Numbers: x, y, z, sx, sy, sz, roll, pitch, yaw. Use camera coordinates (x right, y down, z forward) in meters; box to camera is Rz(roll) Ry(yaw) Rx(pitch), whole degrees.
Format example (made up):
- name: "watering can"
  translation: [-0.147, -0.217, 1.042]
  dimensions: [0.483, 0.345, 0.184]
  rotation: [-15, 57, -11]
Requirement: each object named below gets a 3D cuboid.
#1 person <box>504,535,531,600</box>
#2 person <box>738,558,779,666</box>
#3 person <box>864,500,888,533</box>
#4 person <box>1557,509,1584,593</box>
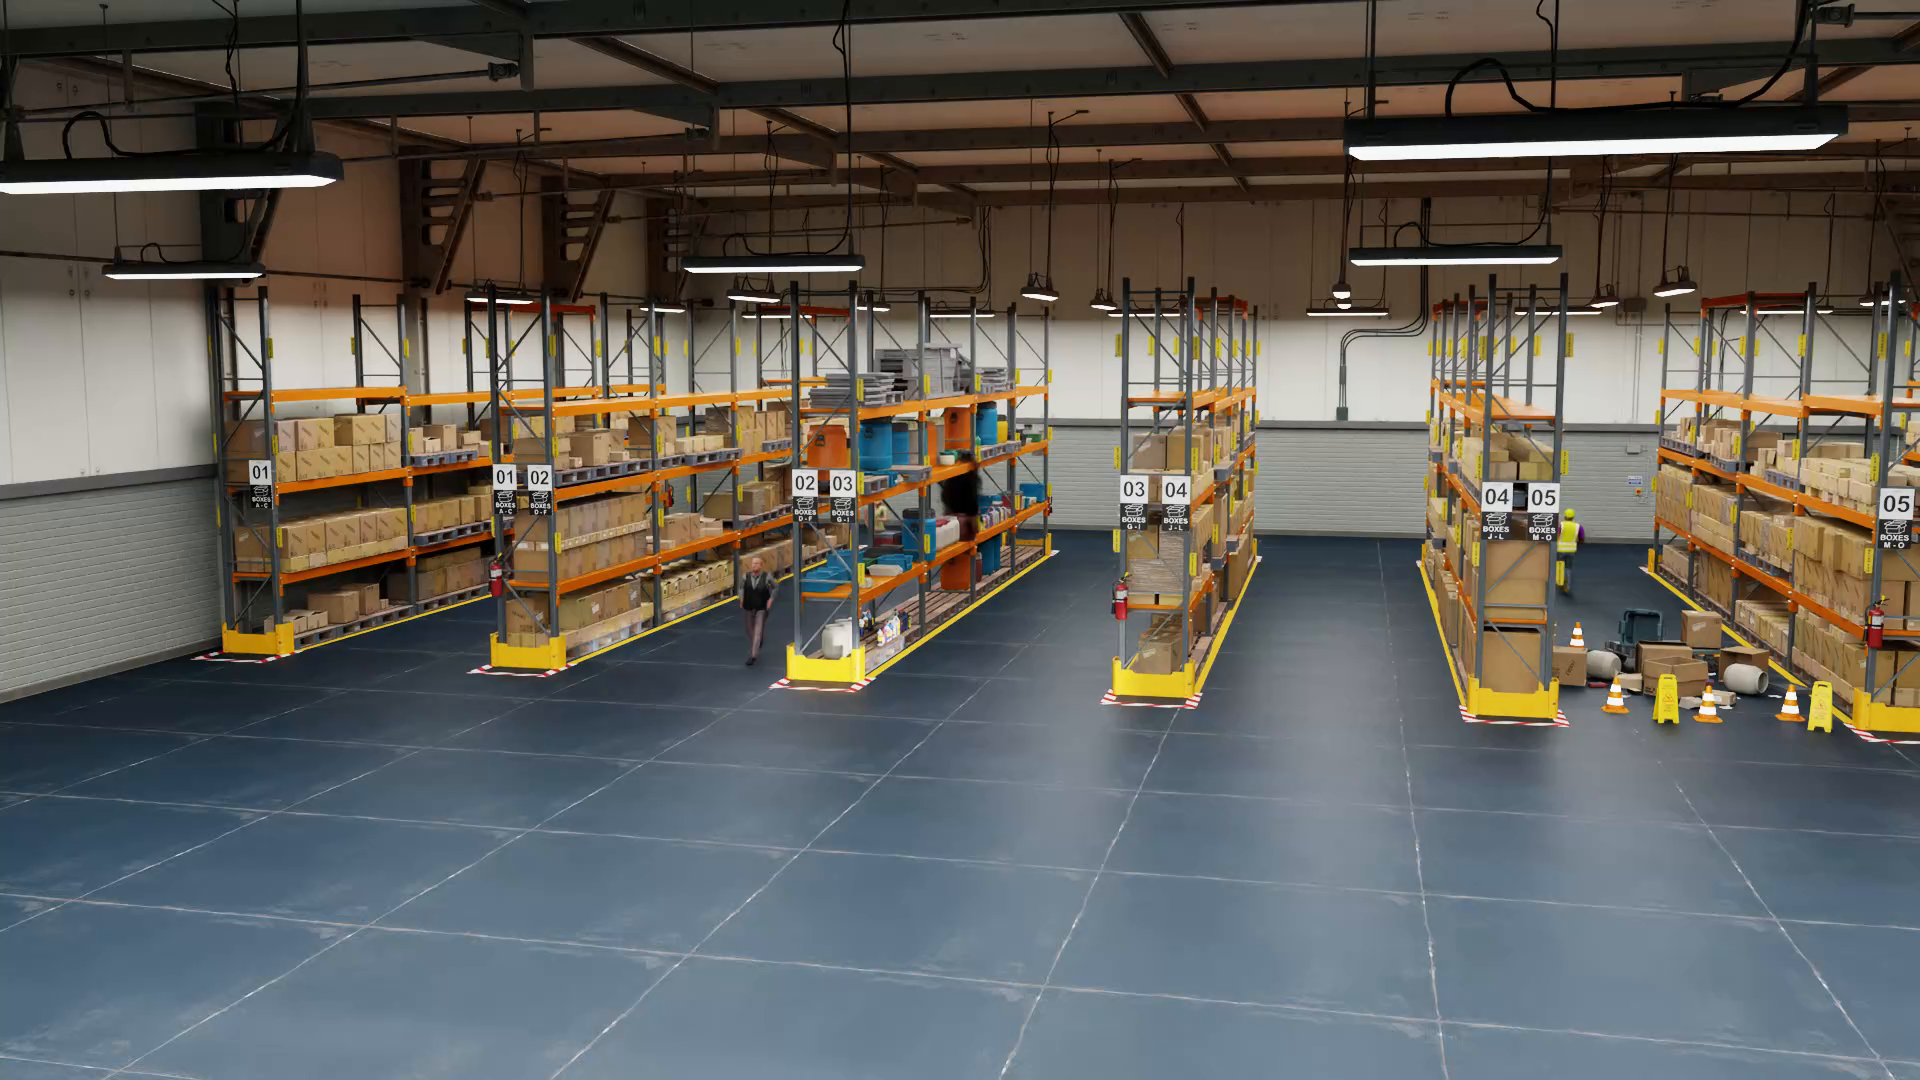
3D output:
- name: "person"
  translation: [-7.947, 0.700, 30.025]
  dimensions: [0.705, 1.737, 0.631]
  rotation: [0, 7, 3]
- name: "person"
  translation: [-3.242, 1.120, 26.647]
  dimensions: [0.665, 1.701, 0.930]
  rotation: [1, 7, 8]
- name: "person"
  translation: [-1.955, -0.244, 38.544]
  dimensions: [0.613, 1.608, 0.727]
  rotation: [1, 7, 9]
- name: "person"
  translation: [12.486, 0.206, 34.302]
  dimensions: [0.704, 1.721, 0.555]
  rotation: [1, 7, 8]
